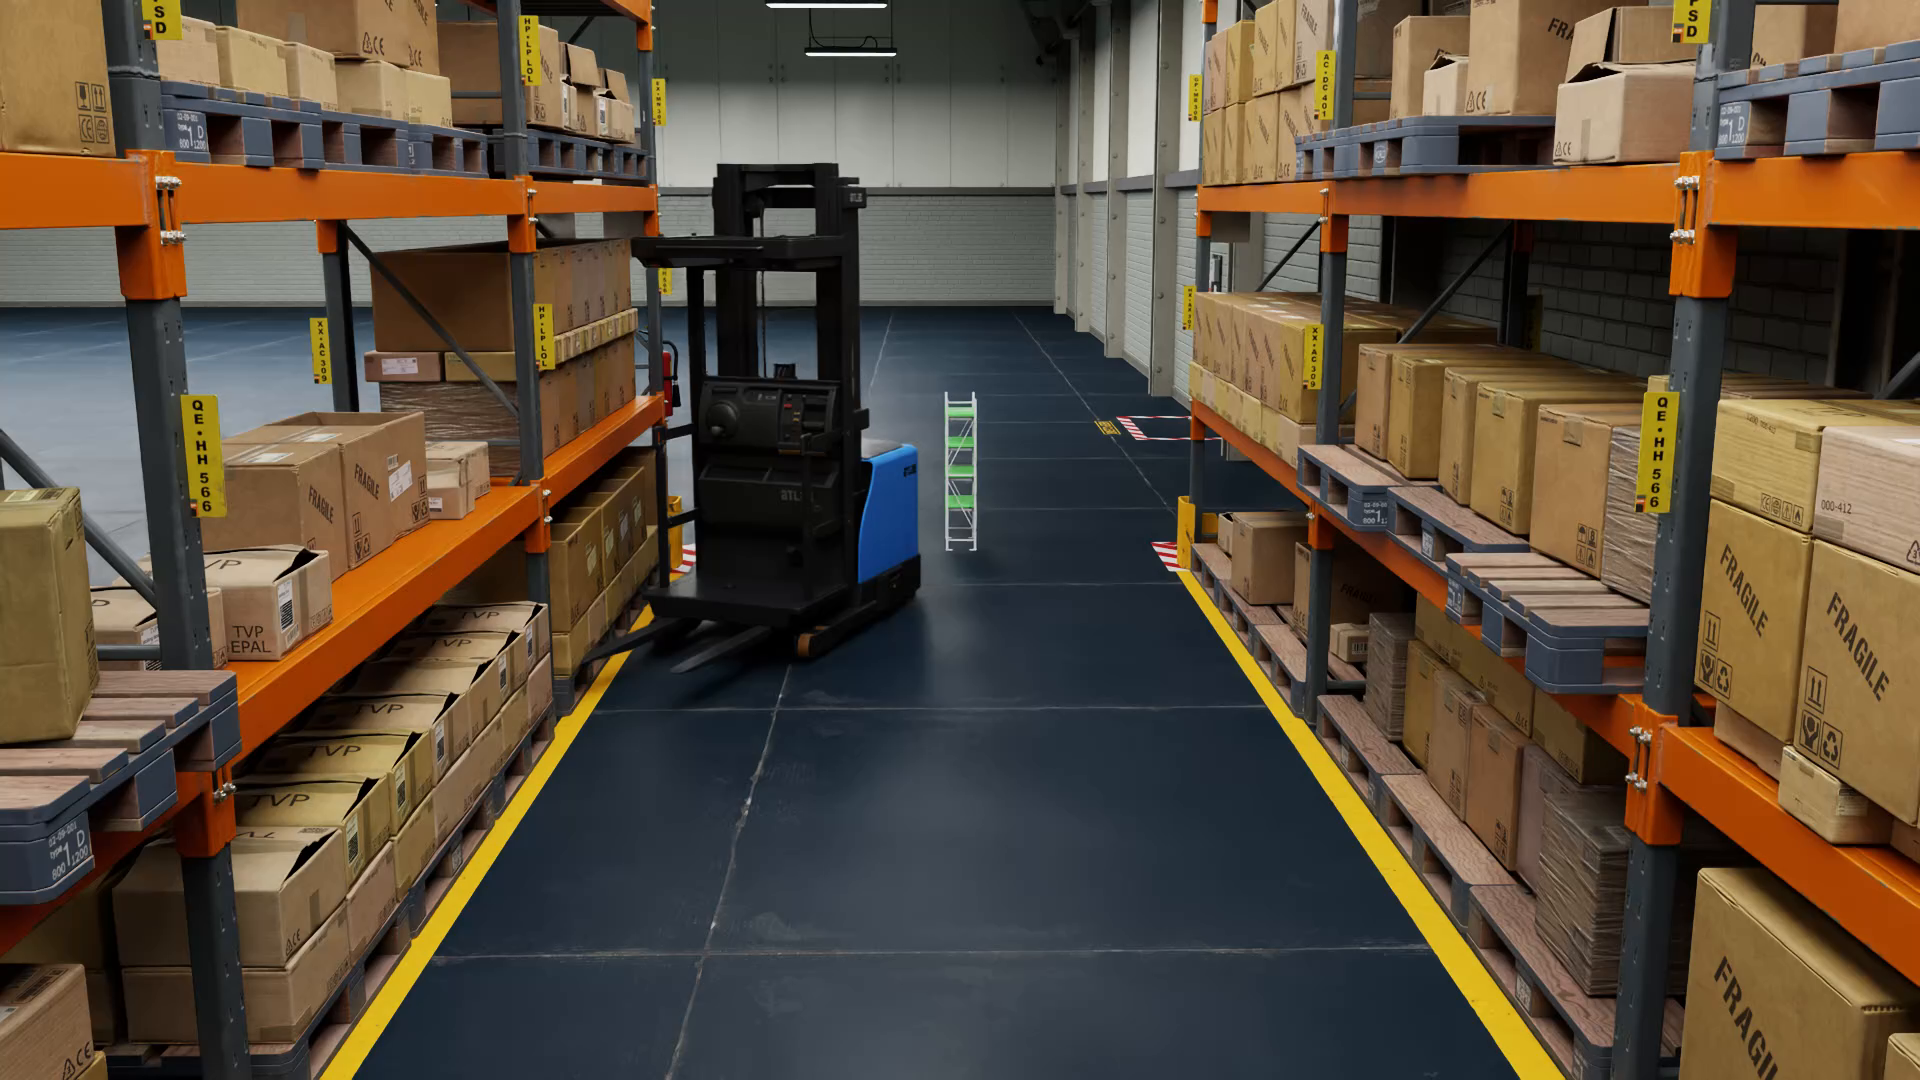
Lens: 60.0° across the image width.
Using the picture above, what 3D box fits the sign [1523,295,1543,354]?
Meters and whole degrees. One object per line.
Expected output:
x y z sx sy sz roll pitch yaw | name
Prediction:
2.884 -1.074 8.398 0.100 0.325 0.005 0 11 -1 | sign

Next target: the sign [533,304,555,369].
-2.081 -1.016 8.308 0.100 0.325 0.005 0 11 -1 | sign

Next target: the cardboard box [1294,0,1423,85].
2.048 -2.621 8.574 0.500 0.500 0.500 -1 12 -6 | cardboard box

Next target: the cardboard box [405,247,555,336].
-2.651 -1.356 9.185 0.700 0.500 0.500 0 11 -1 | cardboard box

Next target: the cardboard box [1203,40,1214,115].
2.012 -3.240 11.626 0.500 0.500 0.500 -1 12 -5 | cardboard box

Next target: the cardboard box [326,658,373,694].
-2.847 0.670 7.163 0.500 0.311 0.500 -1 11 -3 | cardboard box

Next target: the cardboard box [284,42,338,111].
-2.645 -1.705 6.195 0.500 0.250 0.500 -1 12 -6 | cardboard box

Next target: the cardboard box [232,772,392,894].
-2.277 0.970 5.685 0.500 0.311 0.500 -1 11 -3 | cardboard box

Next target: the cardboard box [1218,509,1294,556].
2.171 -0.059 11.962 0.500 0.311 0.500 -2 12 -8 | cardboard box

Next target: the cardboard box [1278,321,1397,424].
2.010 -0.900 8.894 0.500 0.500 0.500 0 11 -1 | cardboard box

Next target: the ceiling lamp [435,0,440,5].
-9.524 -10.298 27.006 2.000 3.185 0.800 0 11 -1 | ceiling lamp

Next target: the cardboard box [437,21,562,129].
-2.370 -2.378 8.530 0.500 0.500 0.500 1 11 4 | cardboard box

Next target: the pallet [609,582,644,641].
-2.626 0.482 10.650 1.003 0.211 1.213 0 11 -1 | pallet

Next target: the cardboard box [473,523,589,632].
-2.320 0.198 9.012 0.500 0.500 0.500 0 11 -1 | cardboard box

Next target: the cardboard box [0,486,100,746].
-2.415 0.182 3.809 0.700 0.500 0.500 -4 12 -20 | cardboard box

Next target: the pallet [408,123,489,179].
-2.592 -1.684 7.251 0.805 0.209 1.217 -1 11 -3 | pallet

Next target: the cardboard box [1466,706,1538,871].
2.412 0.956 6.482 0.700 0.500 0.500 0 11 -1 | cardboard box

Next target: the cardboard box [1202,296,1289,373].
1.956 -1.408 11.398 0.500 0.500 0.500 0 11 -1 | cardboard box

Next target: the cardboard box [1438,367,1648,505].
2.355 -0.425 6.753 0.700 0.500 0.500 1 12 7 | cardboard box

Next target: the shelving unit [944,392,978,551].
0.003 -0.555 13.278 0.258 1.200 0.503 0 11 -1 | shelving unit

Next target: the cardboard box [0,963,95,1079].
-2.281 1.150 3.639 0.500 0.250 0.500 0 11 1 | cardboard box

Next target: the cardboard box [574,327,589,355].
-2.471 -1.212 10.105 0.380 0.149 0.250 0 11 -2 | cardboard box

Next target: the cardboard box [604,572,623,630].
-2.340 0.367 10.067 0.500 0.250 0.500 0 11 -1 | cardboard box

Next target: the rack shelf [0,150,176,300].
-2.499 -0.408 2.289 1.077 0.370 4.000 0 11 -1 | rack shelf

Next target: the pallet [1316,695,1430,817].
2.347 1.017 8.013 1.003 0.211 1.213 0 11 -1 | pallet

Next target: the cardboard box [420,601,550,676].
-2.328 0.463 8.180 0.500 0.311 0.500 0 11 -1 | cardboard box

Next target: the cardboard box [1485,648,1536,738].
2.380 0.574 6.478 0.500 0.250 0.500 0 11 -1 | cardboard box

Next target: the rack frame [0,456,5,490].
-7.658 -1.258 12.217 1.000 3.000 0.127 0 11 -1 | rack frame

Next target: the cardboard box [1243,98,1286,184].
2.026 -2.444 10.215 0.500 0.500 0.500 0 11 2 | cardboard box

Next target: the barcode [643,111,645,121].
-2.218 -2.974 11.672 0.001 0.075 0.075 0 11 -1 | barcode

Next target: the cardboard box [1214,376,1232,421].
1.969 -0.933 10.939 0.500 0.250 0.500 0 11 -2 | cardboard box

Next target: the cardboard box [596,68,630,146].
-2.698 -2.959 11.387 0.797 0.503 0.637 1 11 3 | cardboard box

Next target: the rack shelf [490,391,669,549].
-2.665 -0.528 10.426 1.077 0.370 4.000 0 11 -1 | rack shelf

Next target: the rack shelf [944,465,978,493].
0.003 -0.492 13.290 0.258 0.148 0.480 0 11 -1 | rack shelf

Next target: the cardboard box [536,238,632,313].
-2.708 -1.859 11.666 0.700 0.500 0.500 0 11 -1 | cardboard box

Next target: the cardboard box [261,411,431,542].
-2.613 -0.274 7.116 0.500 0.500 0.500 1 11 3 | cardboard box

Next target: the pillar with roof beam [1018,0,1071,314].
-1.798 -10.049 40.461 9.100 9.000 0.548 0 11 -1 | pillar with roof beam

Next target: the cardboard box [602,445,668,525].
-2.397 -0.398 11.952 0.500 0.500 0.500 0 11 -1 | cardboard box

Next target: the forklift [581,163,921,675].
-1.276 -0.807 10.165 1.130 2.935 3.031 4 12 21 | forklift

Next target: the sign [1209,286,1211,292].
3.081 -2.975 20.591 0.001 0.329 0.234 0 11 -1 | sign

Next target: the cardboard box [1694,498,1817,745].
2.166 0.184 4.057 0.500 0.500 0.500 0 11 1 | cardboard box

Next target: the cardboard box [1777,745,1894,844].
2.104 0.574 3.766 0.380 0.149 0.250 0 11 1 | cardboard box

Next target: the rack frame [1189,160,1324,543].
2.247 -1.299 12.418 1.000 3.000 0.127 0 11 -1 | rack frame

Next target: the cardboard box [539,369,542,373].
-2.441 -0.954 8.833 0.380 0.149 0.250 0 11 0 | cardboard box

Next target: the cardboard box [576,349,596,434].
-2.674 -0.926 10.330 0.700 0.500 0.500 0 11 1 | cardboard box

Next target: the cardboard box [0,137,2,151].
-2.487 -1.019 3.241 0.910 0.500 0.500 0 11 -1 | cardboard box

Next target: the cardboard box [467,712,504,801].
-2.305 0.942 7.229 0.500 0.250 0.500 0 11 0 | cardboard box

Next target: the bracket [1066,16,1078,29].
2.284 -10.554 33.897 0.235 0.232 0.430 0 11 -1 | bracket

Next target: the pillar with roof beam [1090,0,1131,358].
-1.550 -7.664 28.703 9.100 9.000 0.548 0 11 -1 | pillar with roof beam

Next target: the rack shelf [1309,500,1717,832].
2.370 0.246 6.611 1.077 0.370 4.000 0 11 -1 | rack shelf

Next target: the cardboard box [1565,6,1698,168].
2.478 -1.497 5.541 0.797 0.503 0.637 1 12 7 | cardboard box

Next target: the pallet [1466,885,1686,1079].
2.397 1.502 5.622 1.003 0.211 1.213 0 11 -1 | pallet

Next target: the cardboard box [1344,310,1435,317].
2.517 -1.104 9.897 0.500 0.500 0.500 0 11 0 | cardboard box

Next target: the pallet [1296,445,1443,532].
2.200 -0.257 7.766 1.003 0.211 1.213 0 11 -1 | pallet

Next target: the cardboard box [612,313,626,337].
-2.495 -1.467 11.362 0.380 0.149 0.250 0 11 -2 | cardboard box

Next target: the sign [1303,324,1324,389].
1.787 -0.924 8.394 0.100 0.325 0.005 0 11 -1 | sign
